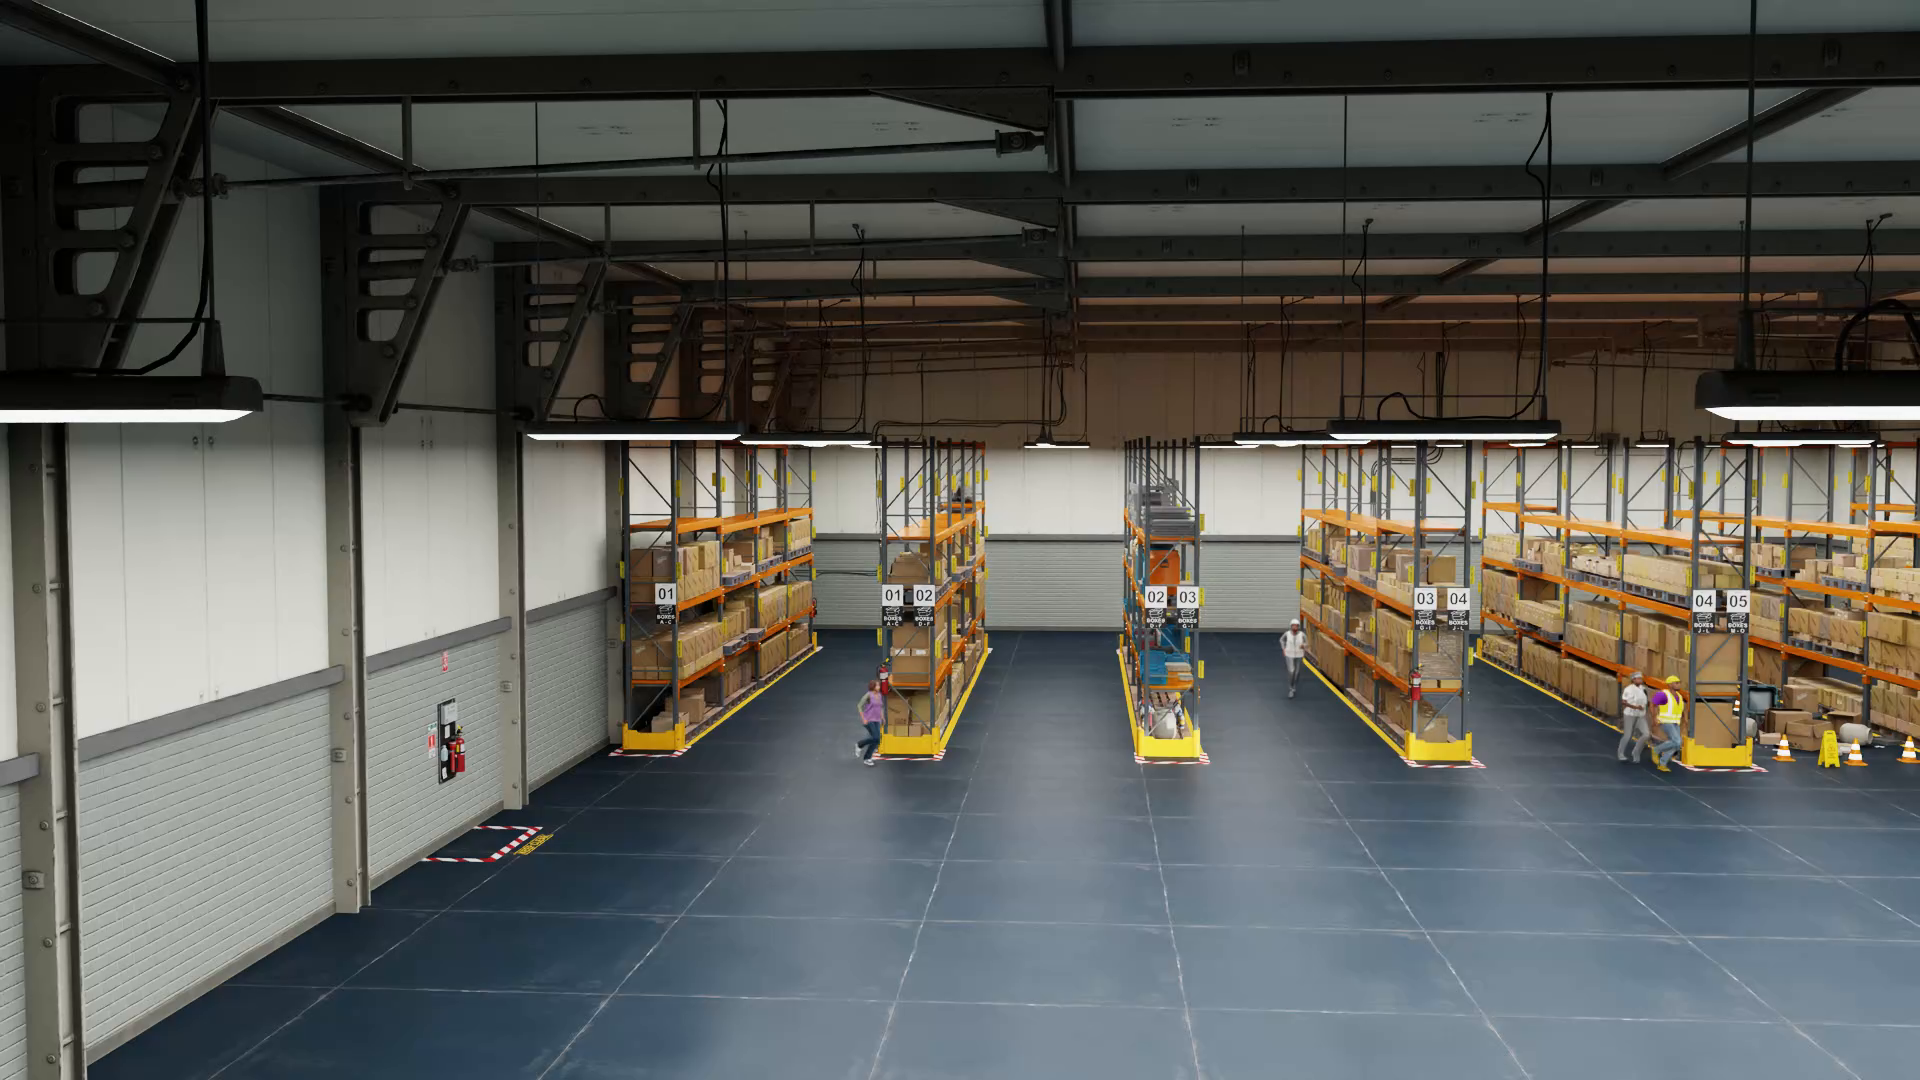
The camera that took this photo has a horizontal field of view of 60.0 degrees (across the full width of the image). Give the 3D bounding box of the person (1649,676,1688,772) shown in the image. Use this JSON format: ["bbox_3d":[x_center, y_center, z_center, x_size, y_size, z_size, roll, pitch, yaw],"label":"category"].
[{"bbox_3d":[12.749,3.283,29.756,0.747,1.693,0.530,-2,3,-28],"label":"person"}]

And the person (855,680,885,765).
[{"bbox_3d":[-1.600,3.328,30.495,0.500,1.522,0.569,3,4,41],"label":"person"}]

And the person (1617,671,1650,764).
[{"bbox_3d":[12.412,3.252,30.536,0.582,1.719,0.639,-1,3,-14],"label":"person"}]

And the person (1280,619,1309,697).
[{"bbox_3d":[7.857,2.763,38.984,0.642,1.833,0.783,0,3,2],"label":"person"}]
